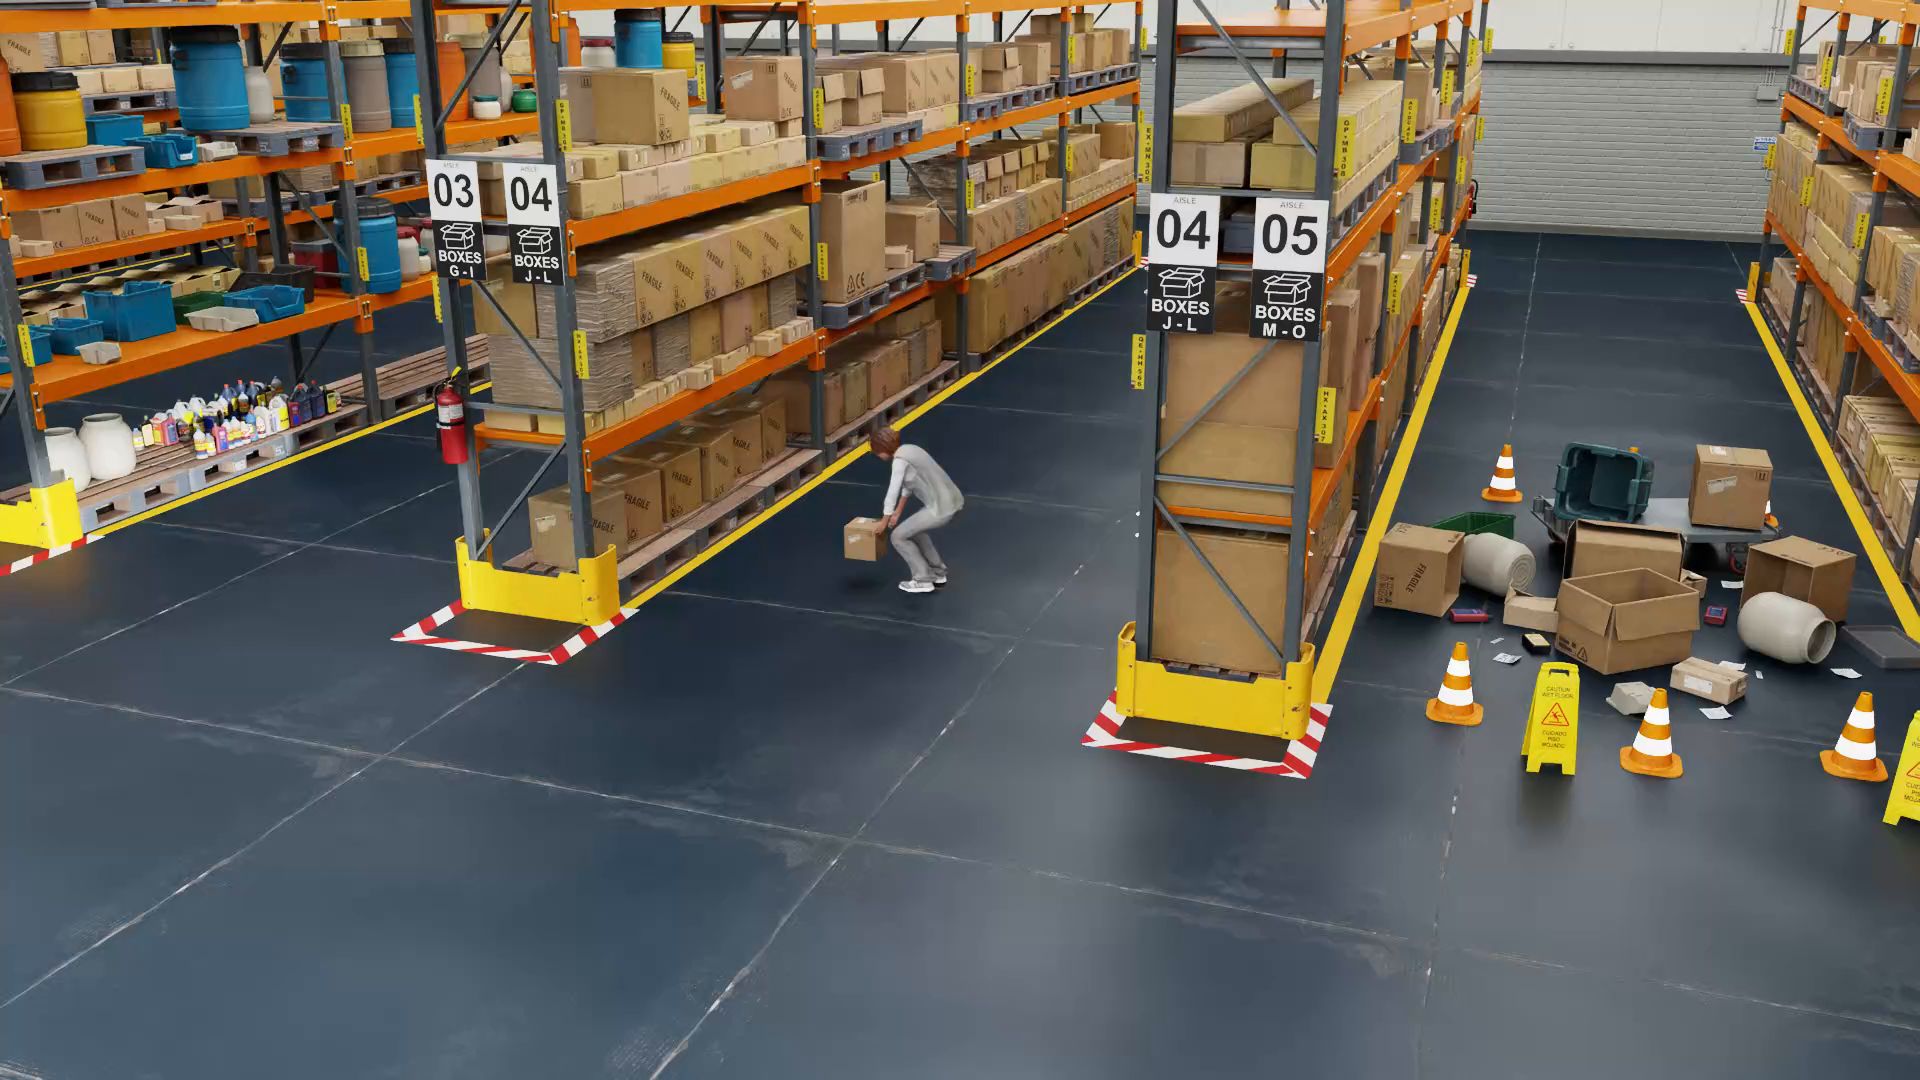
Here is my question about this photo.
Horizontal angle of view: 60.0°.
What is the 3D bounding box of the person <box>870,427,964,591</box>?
[{"bbox_3d":[-0.324,-0.219,12.310,0.698,1.217,0.463,6,20,18],"label":"person"}]
